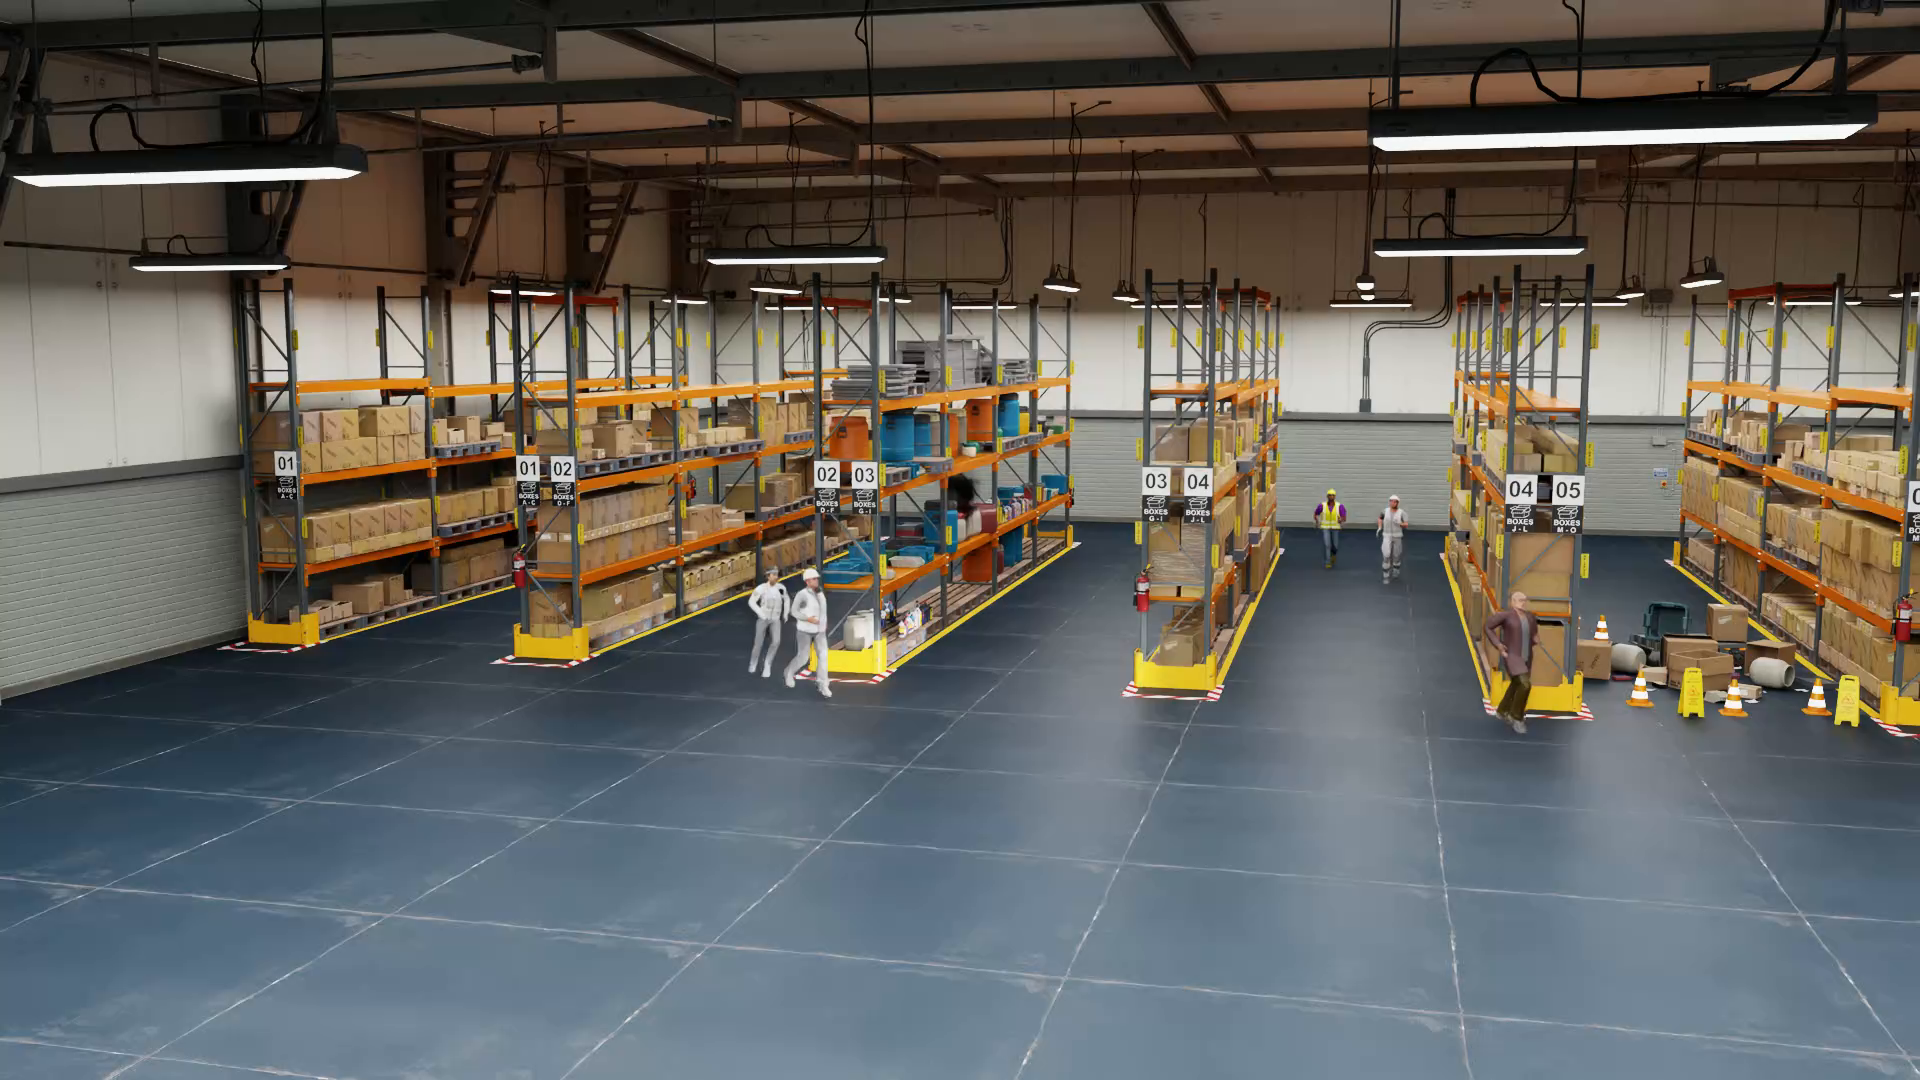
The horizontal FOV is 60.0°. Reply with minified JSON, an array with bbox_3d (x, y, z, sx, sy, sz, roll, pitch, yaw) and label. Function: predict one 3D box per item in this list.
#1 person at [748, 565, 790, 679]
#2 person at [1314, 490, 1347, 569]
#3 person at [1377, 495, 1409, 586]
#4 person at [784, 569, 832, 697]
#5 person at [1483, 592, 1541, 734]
[{"bbox_3d":[-2.834,1.211,24.886,0.676,1.687,0.642,-2,7,-19],"label":"person"},{"bbox_3d":[8.157,-0.246,36.667,0.712,1.730,0.796,1,7,9],"label":"person"},{"bbox_3d":[8.940,-0.016,34.378,0.653,1.837,0.830,2,7,18],"label":"person"},{"bbox_3d":[-2.103,1.293,23.608,0.696,1.777,0.973,-6,9,-43],"label":"person"},{"bbox_3d":[7.157,1.575,21.409,0.683,1.835,0.749,-3,8,-25],"label":"person"}]
